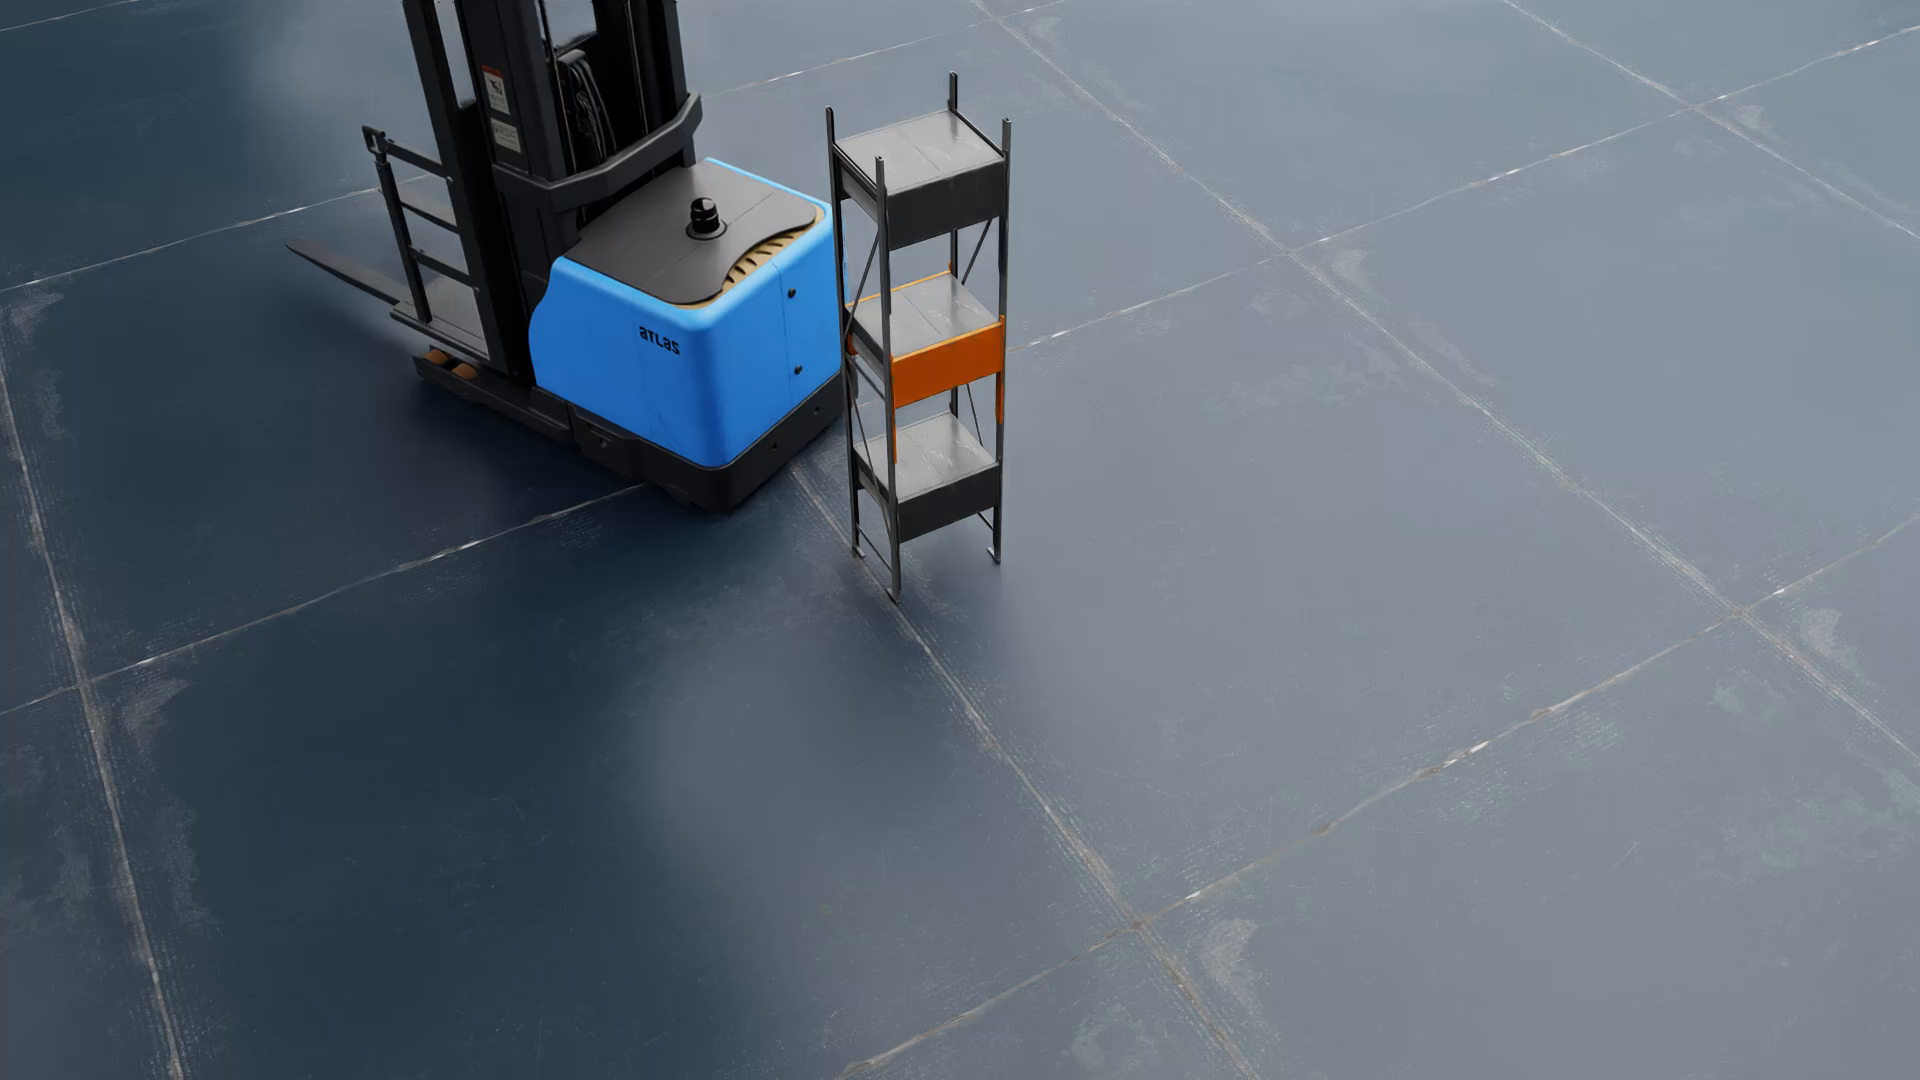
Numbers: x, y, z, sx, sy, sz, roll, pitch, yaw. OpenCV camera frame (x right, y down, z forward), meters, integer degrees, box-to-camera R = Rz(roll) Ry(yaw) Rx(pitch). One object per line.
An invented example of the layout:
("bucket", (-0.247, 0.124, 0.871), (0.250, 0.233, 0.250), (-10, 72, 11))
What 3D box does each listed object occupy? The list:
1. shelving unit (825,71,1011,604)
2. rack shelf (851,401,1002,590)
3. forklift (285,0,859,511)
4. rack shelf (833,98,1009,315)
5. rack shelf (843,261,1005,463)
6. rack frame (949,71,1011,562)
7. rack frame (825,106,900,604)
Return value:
("shelving unit", (-0.144, -0.696, 6.389), (0.503, 2.100, 0.431), (-22, 48, -21))
("rack shelf", (-0.144, -0.184, 6.886), (0.480, 0.518, 0.431), (-22, 48, -21))
("forklift", (-1.979, -1.994, 7.129), (3.031, 2.935, 1.130), (25, 50, 24))
("rack shelf", (-0.144, -1.189, 5.911), (0.480, 0.518, 0.431), (-22, 48, -21))
("rack shelf", (-0.144, -0.686, 6.398), (0.480, 0.518, 0.431), (-22, 48, -21))
("rack frame", (0.068, -0.781, 6.476), (0.015, 2.100, 0.400), (-22, 48, -21))
("rack frame", (-0.355, -0.611, 6.302), (0.015, 2.100, 0.400), (-22, 48, -21))
